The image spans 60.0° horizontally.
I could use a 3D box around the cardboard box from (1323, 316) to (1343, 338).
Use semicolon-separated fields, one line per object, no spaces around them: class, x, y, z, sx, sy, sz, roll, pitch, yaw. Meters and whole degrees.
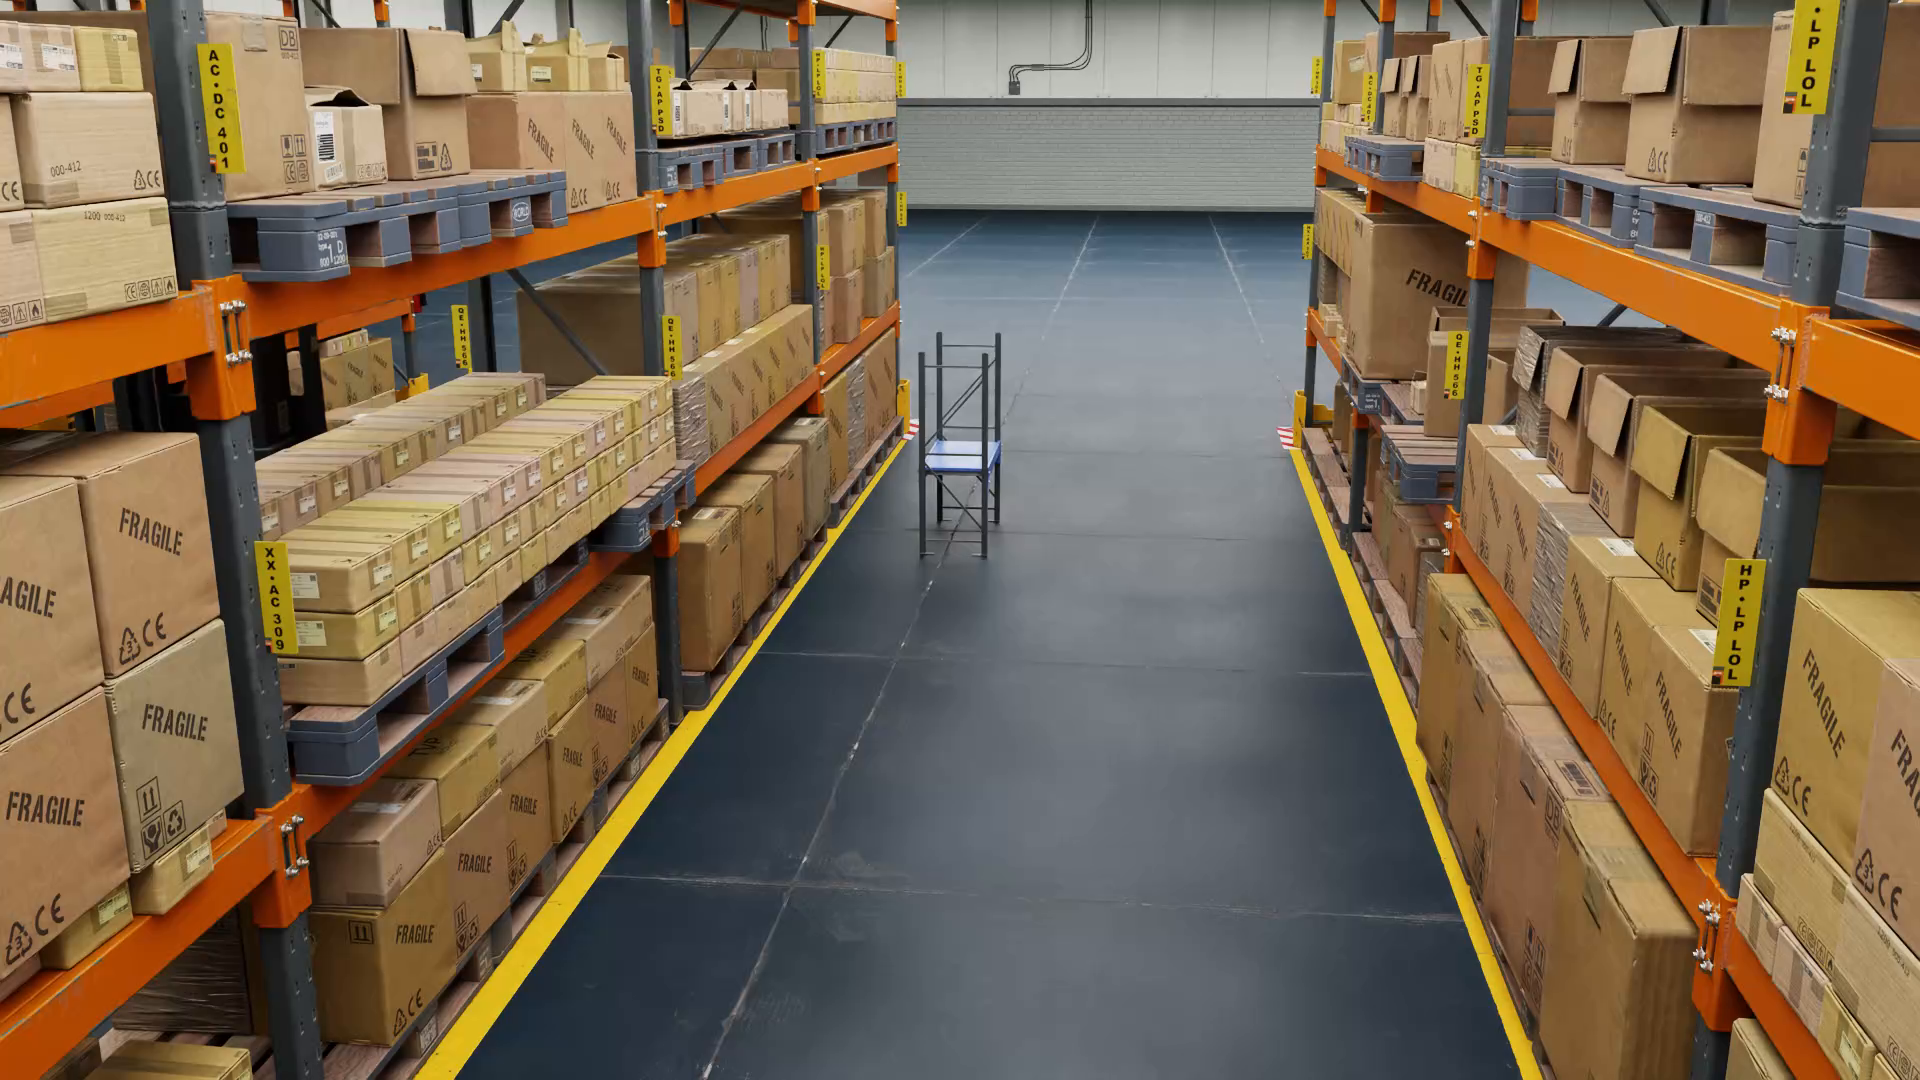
cardboard box;3.279;-1.799;14.051;0.380;0.149;0.250;2;15;6

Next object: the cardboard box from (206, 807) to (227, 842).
cardboard box;-2.257;0.769;4.554;0.380;0.149;0.250;2;15;6

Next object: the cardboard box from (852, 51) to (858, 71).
cardboard box;-1.034;-3.886;13.497;0.380;0.149;0.250;2;15;6

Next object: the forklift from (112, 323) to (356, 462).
forklift;-4.210;-0.761;9.861;1.130;2.935;3.031;1;15;2

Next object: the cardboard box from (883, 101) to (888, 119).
cardboard box;-0.862;-3.896;15.061;0.380;0.149;0.250;2;15;7

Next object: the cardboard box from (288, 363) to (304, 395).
cardboard box;-6.041;-1.284;14.691;0.500;0.500;0.500;3;15;9

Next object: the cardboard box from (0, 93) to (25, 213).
cardboard box;-2.327;-0.789;3.416;0.500;0.250;0.500;1;15;4

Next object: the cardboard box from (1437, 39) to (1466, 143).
cardboard box;2.763;-2.301;8.529;0.500;0.500;0.500;2;15;6

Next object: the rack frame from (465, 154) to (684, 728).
rack frame;-2.006;-0.471;8.658;1.000;3.000;0.127;2;15;6

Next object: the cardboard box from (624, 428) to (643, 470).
cardboard box;-1.665;-0.417;7.565;0.380;0.149;0.250;2;15;8

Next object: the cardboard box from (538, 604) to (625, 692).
cardboard box;-1.869;0.487;7.661;0.500;0.250;0.500;2;15;7

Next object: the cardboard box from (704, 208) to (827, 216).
cardboard box;-1.533;-2.343;13.224;0.875;0.550;0.550;2;15;6

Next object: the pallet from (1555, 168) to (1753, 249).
pallet;2.767;-1.197;5.957;1.003;0.211;1.213;2;15;9

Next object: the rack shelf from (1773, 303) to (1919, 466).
rack shelf;2.234;0.157;1.968;1.077;0.370;4.000;2;15;6

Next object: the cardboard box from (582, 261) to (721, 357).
cardboard box;-1.834;-1.383;9.921;0.700;0.500;0.500;1;15;5

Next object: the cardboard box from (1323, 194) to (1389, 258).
cardboard box;3.362;-2.654;14.055;0.500;0.500;0.500;2;15;6

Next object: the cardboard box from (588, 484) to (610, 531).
cardboard box;-1.724;-0.146;7.131;0.380;0.149;0.250;1;15;4

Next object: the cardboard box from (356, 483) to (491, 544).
cardboard box;-1.869;-0.095;5.802;0.380;0.149;0.250;1;15;6

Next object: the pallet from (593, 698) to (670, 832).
pallet;-2.096;1.078;8.272;1.003;0.211;1.213;2;15;6

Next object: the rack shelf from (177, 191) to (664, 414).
rack shelf;-2.232;-1.053;6.442;1.077;0.370;4.000;2;15;6

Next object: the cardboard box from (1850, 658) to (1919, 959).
cardboard box;2.088;0.550;3.164;0.500;0.500;0.500;2;15;6

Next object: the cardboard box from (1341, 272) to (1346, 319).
cardboard box;3.619;-2.033;13.672;0.875;0.500;0.500;2;15;6

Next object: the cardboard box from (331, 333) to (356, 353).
cardboard box;-5.871;-1.838;15.498;0.380;0.149;0.250;2;15;7

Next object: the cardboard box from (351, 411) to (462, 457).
cardboard box;-2.370;-0.453;7.129;0.380;0.149;0.250;2;15;9

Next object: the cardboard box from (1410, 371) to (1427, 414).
cardboard box;2.830;-0.877;9.612;0.396;0.266;0.258;1;15;5

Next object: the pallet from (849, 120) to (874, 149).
pallet;-1.312;-3.441;14.065;1.003;0.211;1.213;2;15;6

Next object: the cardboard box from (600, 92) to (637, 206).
cardboard box;-1.818;-1.812;7.678;0.500;0.500;0.500;2;15;6

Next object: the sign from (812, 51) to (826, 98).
sign;-1.015;-3.345;11.945;0.100;0.325;0.005;2;15;6

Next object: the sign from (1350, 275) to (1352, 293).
sign;2.822;-1.768;11.796;0.100;0.325;0.005;2;15;6

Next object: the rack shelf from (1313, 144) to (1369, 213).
rack shelf;3.588;-2.956;13.478;1.077;0.370;4.000;2;15;6

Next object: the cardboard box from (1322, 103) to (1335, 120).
cardboard box;3.427;-3.813;14.793;0.380;0.149;0.250;2;15;7

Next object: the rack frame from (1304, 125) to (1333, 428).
rack frame;3.813;-2.374;15.694;1.000;3.000;0.127;2;15;6

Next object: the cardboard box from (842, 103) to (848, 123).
cardboard box;-1.091;-3.368;13.108;0.380;0.149;0.250;1;15;5

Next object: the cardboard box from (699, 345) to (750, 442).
cardboard box;-1.575;-0.891;10.018;0.500;0.500;0.500;2;15;6

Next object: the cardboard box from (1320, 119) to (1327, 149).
cardboard box;3.502;-3.632;14.888;0.500;0.250;0.500;2;15;8

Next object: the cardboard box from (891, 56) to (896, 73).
cardboard box;-0.804;-4.411;15.440;0.380;0.149;0.250;2;15;7

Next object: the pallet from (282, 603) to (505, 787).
pallet;-2.227;0.465;5.563;1.003;0.211;1.213;2;15;6

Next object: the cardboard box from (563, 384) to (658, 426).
cardboard box;-1.637;-0.634;7.797;0.380;0.149;0.250;2;15;6

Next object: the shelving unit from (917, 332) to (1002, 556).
shelving unit;0.010;-0.746;12.548;0.538;1.500;1.048;2;15;6

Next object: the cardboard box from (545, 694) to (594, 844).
cardboard box;-1.927;0.983;7.263;0.500;0.500;0.500;1;15;4

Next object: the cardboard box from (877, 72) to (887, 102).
cardboard box;-0.938;-4.051;14.873;0.500;0.250;0.500;2;15;6

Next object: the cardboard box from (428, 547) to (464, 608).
cardboard box;-1.900;0.118;5.584;0.380;0.149;0.250;2;15;8

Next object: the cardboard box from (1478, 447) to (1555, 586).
cardboard box;2.530;-0.095;7.076;0.500;0.500;0.500;1;15;5

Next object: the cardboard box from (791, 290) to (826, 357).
cardboard box;-1.525;-1.677;12.830;0.875;0.550;0.550;2;15;6

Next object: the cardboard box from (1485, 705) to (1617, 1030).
cardboard box;2.612;1.163;5.880;1.225;0.875;0.875;1;15;4

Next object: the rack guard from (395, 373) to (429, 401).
rack guard;-6.042;-1.439;17.027;1.175;0.500;0.348;2;15;6

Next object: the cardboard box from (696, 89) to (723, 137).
cardboard box;-1.649;-2.409;9.369;0.500;0.250;0.500;2;15;8

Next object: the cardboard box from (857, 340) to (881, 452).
cardboard box;-1.212;-1.317;15.052;0.875;0.875;0.875;1;15;5

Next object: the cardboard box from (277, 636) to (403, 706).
cardboard box;-1.956;0.396;5.127;0.380;0.149;0.250;1;15;4

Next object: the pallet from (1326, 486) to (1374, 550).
pallet;3.403;-0.165;12.869;1.003;0.211;1.213;2;15;6

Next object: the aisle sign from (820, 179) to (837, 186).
aisle sign;-1.394;-3.828;16.092;0.394;0.787;0.004;2;15;6
